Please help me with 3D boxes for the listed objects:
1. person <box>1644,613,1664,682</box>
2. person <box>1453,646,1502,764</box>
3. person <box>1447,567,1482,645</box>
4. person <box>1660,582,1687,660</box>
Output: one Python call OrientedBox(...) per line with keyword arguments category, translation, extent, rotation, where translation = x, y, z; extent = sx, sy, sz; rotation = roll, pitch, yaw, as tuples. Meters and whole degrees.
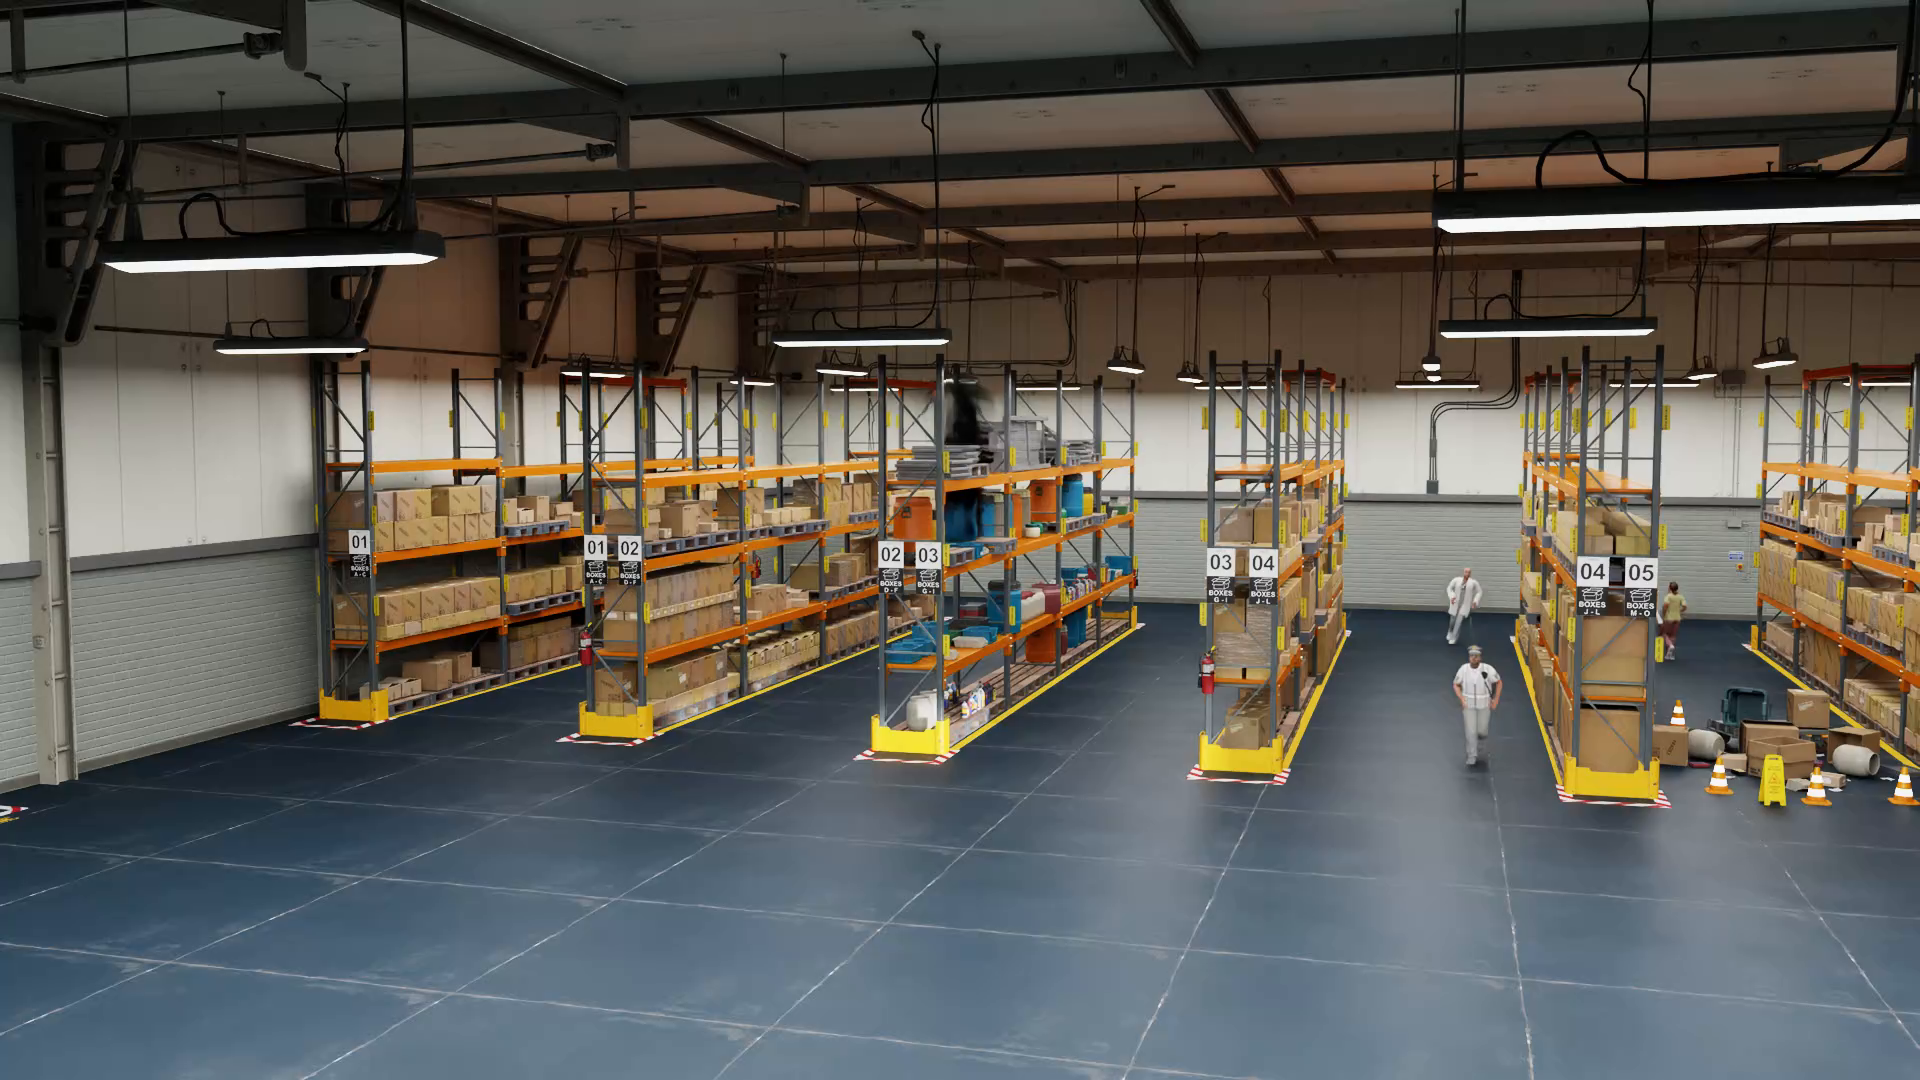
OrientedBox(category="person", translation=(12.721, 1.912, 30.959), extent=(0.688, 1.754, 0.802), rotation=(1, 4, 16))
OrientedBox(category="person", translation=(7.550, 2.402, 24.297), extent=(0.679, 1.750, 0.672), rotation=(2, 4, 21))
OrientedBox(category="person", translation=(11.297, 1.473, 37.283), extent=(0.762, 1.733, 0.834), rotation=(2, 4, 22))
OrientedBox(category="person", translation=(14.957, 1.691, 34.922), extent=(0.581, 1.631, 0.534), rotation=(0, 4, -4))
